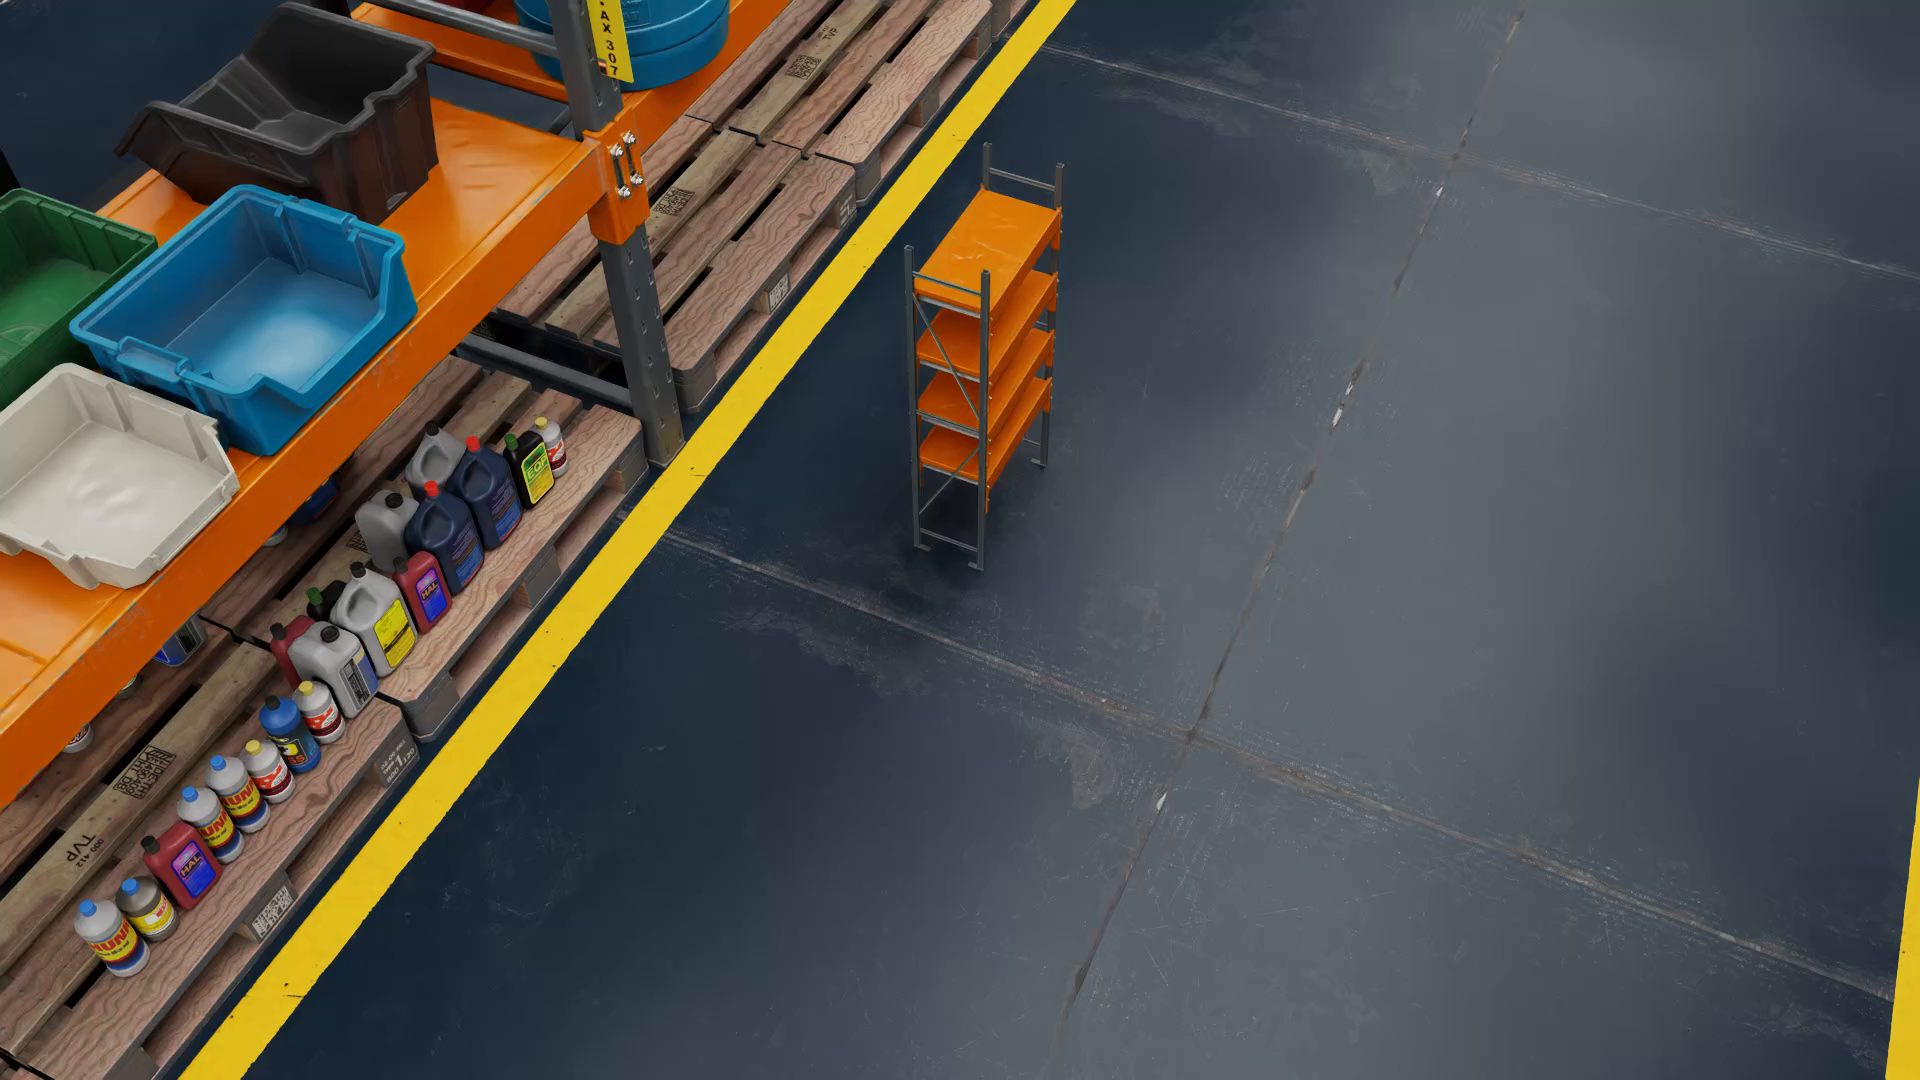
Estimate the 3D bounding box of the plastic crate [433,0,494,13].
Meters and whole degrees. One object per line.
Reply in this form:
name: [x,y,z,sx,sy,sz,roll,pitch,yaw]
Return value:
plastic crate: [-1.457,-1.861,4.822,0.402,0.464,0.583,20,52,16]

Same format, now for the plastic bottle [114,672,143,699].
plastic bottle: [-2.321,0.337,4.542,0.097,0.201,0.097,0,50,0]

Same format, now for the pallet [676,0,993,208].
pallet: [-0.567,-1.900,6.728,1.003,0.211,1.213,20,52,16]

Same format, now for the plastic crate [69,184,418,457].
plastic crate: [-1.614,-0.509,3.811,0.499,0.251,0.616,20,52,16]

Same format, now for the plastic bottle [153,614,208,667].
plastic bottle: [-2.225,0.207,4.604,0.152,0.276,0.135,20,52,16]

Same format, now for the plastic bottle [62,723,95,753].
plastic bottle: [-2.395,0.471,4.428,0.097,0.201,0.097,0,50,0]

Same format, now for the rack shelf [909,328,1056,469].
rack shelf: [0.071,-0.459,4.941,0.258,0.148,0.480,20,52,16]

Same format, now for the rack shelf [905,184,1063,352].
rack shelf: [0.071,-0.757,4.591,0.258,0.148,0.480,20,52,16]

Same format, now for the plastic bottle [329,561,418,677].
plastic bottle: [-1.622,0.200,4.561,0.144,0.351,0.185,19,52,16]

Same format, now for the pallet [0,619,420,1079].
pallet: [-2.232,0.788,4.441,1.003,0.211,1.213,20,52,16]

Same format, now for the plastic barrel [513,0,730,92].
plastic barrel: [-0.948,-1.737,4.430,0.600,0.901,0.708,20,52,16]

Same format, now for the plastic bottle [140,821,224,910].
plastic bottle: [-1.926,0.788,4.105,0.061,0.283,0.133,21,53,17]

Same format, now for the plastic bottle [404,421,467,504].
plastic bottle: [-1.532,-0.201,4.902,0.144,0.351,0.185,20,52,16]

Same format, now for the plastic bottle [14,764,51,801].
plastic bottle: [-2.479,0.547,4.310,0.061,0.283,0.133,20,52,16]

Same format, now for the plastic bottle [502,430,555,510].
plastic bottle: [-1.294,-0.231,4.972,0.061,0.283,0.133,22,53,18]

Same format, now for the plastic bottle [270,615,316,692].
plastic bottle: [-1.791,0.298,4.521,0.061,0.283,0.133,20,52,16]

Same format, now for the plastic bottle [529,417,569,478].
plastic bottle: [-1.260,-0.292,5.077,0.097,0.201,0.097,0,50,0]

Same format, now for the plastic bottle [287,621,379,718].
plastic bottle: [-1.695,0.335,4.495,0.152,0.276,0.135,21,53,17]

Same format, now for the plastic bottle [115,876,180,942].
plastic bottle: [-1.995,0.893,4.069,0.097,0.201,0.097,0,50,0]

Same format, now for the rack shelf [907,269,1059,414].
rack shelf: [0.071,-0.604,4.771,0.258,0.148,0.480,20,52,16]

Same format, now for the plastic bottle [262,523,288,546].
plastic bottle: [-2.060,-0.106,4.873,0.097,0.271,0.097,0,50,0]

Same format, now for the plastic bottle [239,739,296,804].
plastic bottle: [-1.808,0.591,4.326,0.097,0.201,0.097,0,50,0]

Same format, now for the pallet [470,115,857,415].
pallet: [-1.087,-1.057,6.011,1.003,0.211,1.213,20,52,16]

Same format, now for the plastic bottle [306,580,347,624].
plastic bottle: [-1.725,0.206,4.600,0.061,0.283,0.133,20,52,16]

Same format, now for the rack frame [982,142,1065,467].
rack frame: [0.175,-0.671,5.033,0.240,1.200,0.015,20,52,16]

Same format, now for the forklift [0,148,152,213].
forklift: [-3.267,-1.261,4.398,1.130,2.935,3.031,21,53,17]

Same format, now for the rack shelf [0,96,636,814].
rack shelf: [-2.241,0.203,3.580,1.077,0.370,4.000,20,52,16]

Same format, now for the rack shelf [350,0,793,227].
rack shelf: [-0.533,-2.552,5.924,1.077,0.370,4.000,20,52,16]

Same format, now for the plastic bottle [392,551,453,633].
plastic bottle: [-1.515,0.125,4.669,0.061,0.283,0.133,23,53,18]

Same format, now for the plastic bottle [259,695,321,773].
plastic bottle: [-1.764,0.497,4.360,0.097,0.271,0.097,0,50,0]

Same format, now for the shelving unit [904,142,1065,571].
shelving unit: [0.071,-0.503,4.890,0.258,1.200,0.503,20,52,16]

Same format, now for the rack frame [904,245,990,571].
rack frame: [-0.034,-0.335,4.747,0.240,1.200,0.015,20,52,16]

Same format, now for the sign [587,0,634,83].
sign: [-0.894,-1.311,4.214,0.100,0.325,0.005,20,52,16]

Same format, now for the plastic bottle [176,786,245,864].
plastic bottle: [-1.893,0.705,4.183,0.097,0.271,0.097,0,50,0]

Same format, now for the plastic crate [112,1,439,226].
plastic crate: [-1.726,-1.068,4.230,0.767,0.338,0.504,20,52,16]

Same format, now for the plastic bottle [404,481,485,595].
plastic bottle: [-1.484,-0.022,4.750,0.144,0.351,0.185,17,52,14]

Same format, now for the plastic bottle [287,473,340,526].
plastic bottle: [-1.977,-0.224,4.921,0.144,0.351,0.185,20,52,16]

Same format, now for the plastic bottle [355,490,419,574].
plastic bottle: [-1.628,-0.029,4.805,0.152,0.276,0.135,20,52,16]

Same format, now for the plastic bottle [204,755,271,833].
plastic bottle: [-1.850,0.636,4.241,0.097,0.271,0.097,0,50,0]

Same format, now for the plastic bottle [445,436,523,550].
plastic bottle: [-1.402,-0.154,4.862,0.144,0.351,0.185,19,52,15]

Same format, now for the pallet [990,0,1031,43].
pallet: [-0.044,-2.737,7.441,1.003,0.211,1.213,20,52,16]

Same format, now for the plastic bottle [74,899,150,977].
plastic bottle: [-2.040,0.941,3.982,0.097,0.271,0.097,0,50,0]

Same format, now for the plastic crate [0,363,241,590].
plastic crate: [-1.852,-0.122,3.557,0.530,0.136,0.437,20,52,16]

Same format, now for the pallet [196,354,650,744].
pallet: [-1.712,-0.055,5.158,1.003,0.211,1.213,20,52,16]

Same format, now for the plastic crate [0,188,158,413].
plastic crate: [-2.222,-0.496,3.842,0.450,0.188,0.662,20,52,16]

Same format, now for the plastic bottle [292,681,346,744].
plastic bottle: [-1.720,0.449,4.447,0.097,0.201,0.097,0,50,0]

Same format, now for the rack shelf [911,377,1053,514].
rack shelf: [0.071,-0.331,5.092,0.258,0.148,0.480,20,52,16]

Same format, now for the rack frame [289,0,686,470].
rack frame: [-1.387,-1.408,4.478,1.000,3.000,0.127,20,52,16]

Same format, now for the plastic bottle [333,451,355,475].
plastic bottle: [-1.936,-0.327,5.054,0.061,0.283,0.133,20,52,16]
